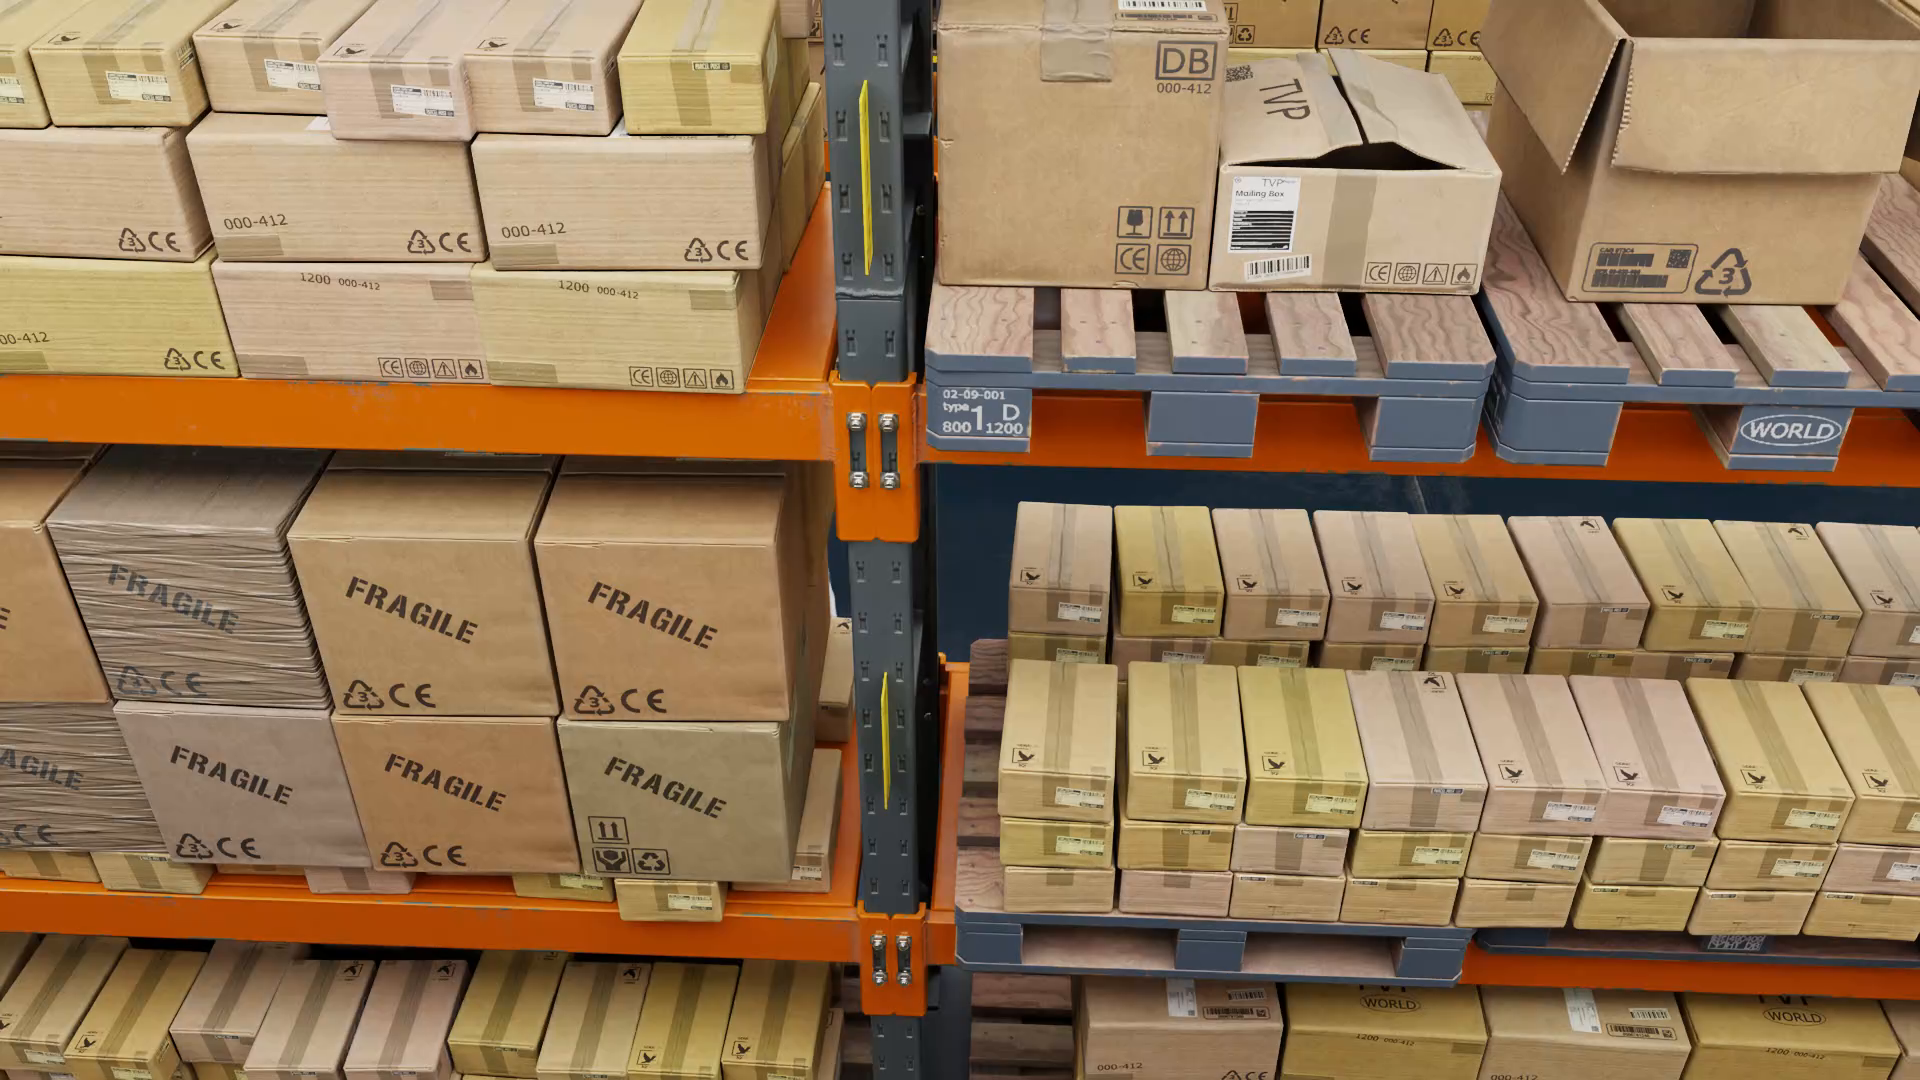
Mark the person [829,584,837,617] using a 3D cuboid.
[{"bbox_3d":[-0.896,0.372,6.108,0.898,1.190,0.577,-4,36,-5],"label":"person"}]
